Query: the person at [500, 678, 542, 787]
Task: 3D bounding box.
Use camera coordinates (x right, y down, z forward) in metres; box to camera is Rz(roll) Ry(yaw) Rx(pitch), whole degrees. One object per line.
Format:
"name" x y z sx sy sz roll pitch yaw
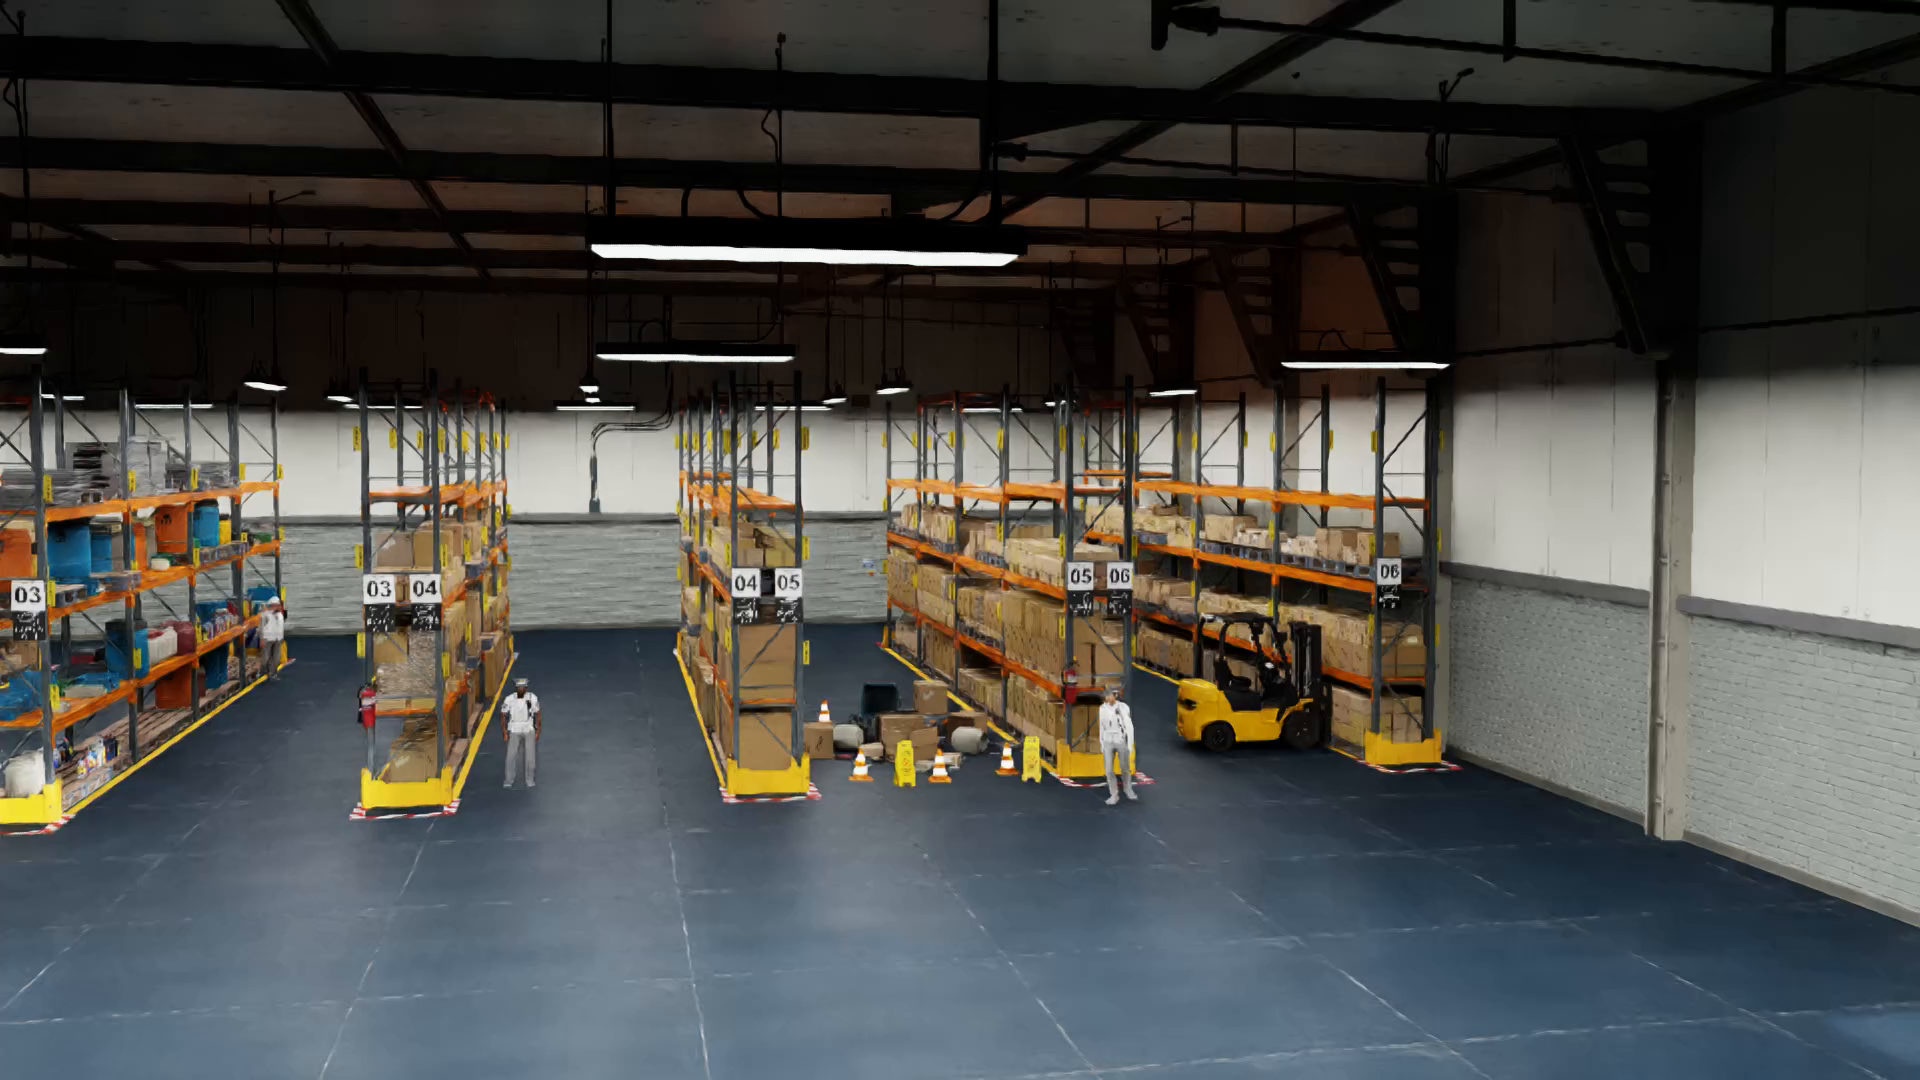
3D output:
"person" -6.337 2.766 24.005 0.592 1.629 0.531 -1 4 -15

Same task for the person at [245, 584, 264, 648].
"person" -16.604 1.866 39.131 0.509 1.619 0.668 3 4 37

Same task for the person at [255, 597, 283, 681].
"person" -14.415 2.062 34.713 0.533 1.769 0.591 2 4 32

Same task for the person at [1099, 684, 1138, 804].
"person" 2.187 2.802 23.070 0.522 1.662 0.544 2 4 24
